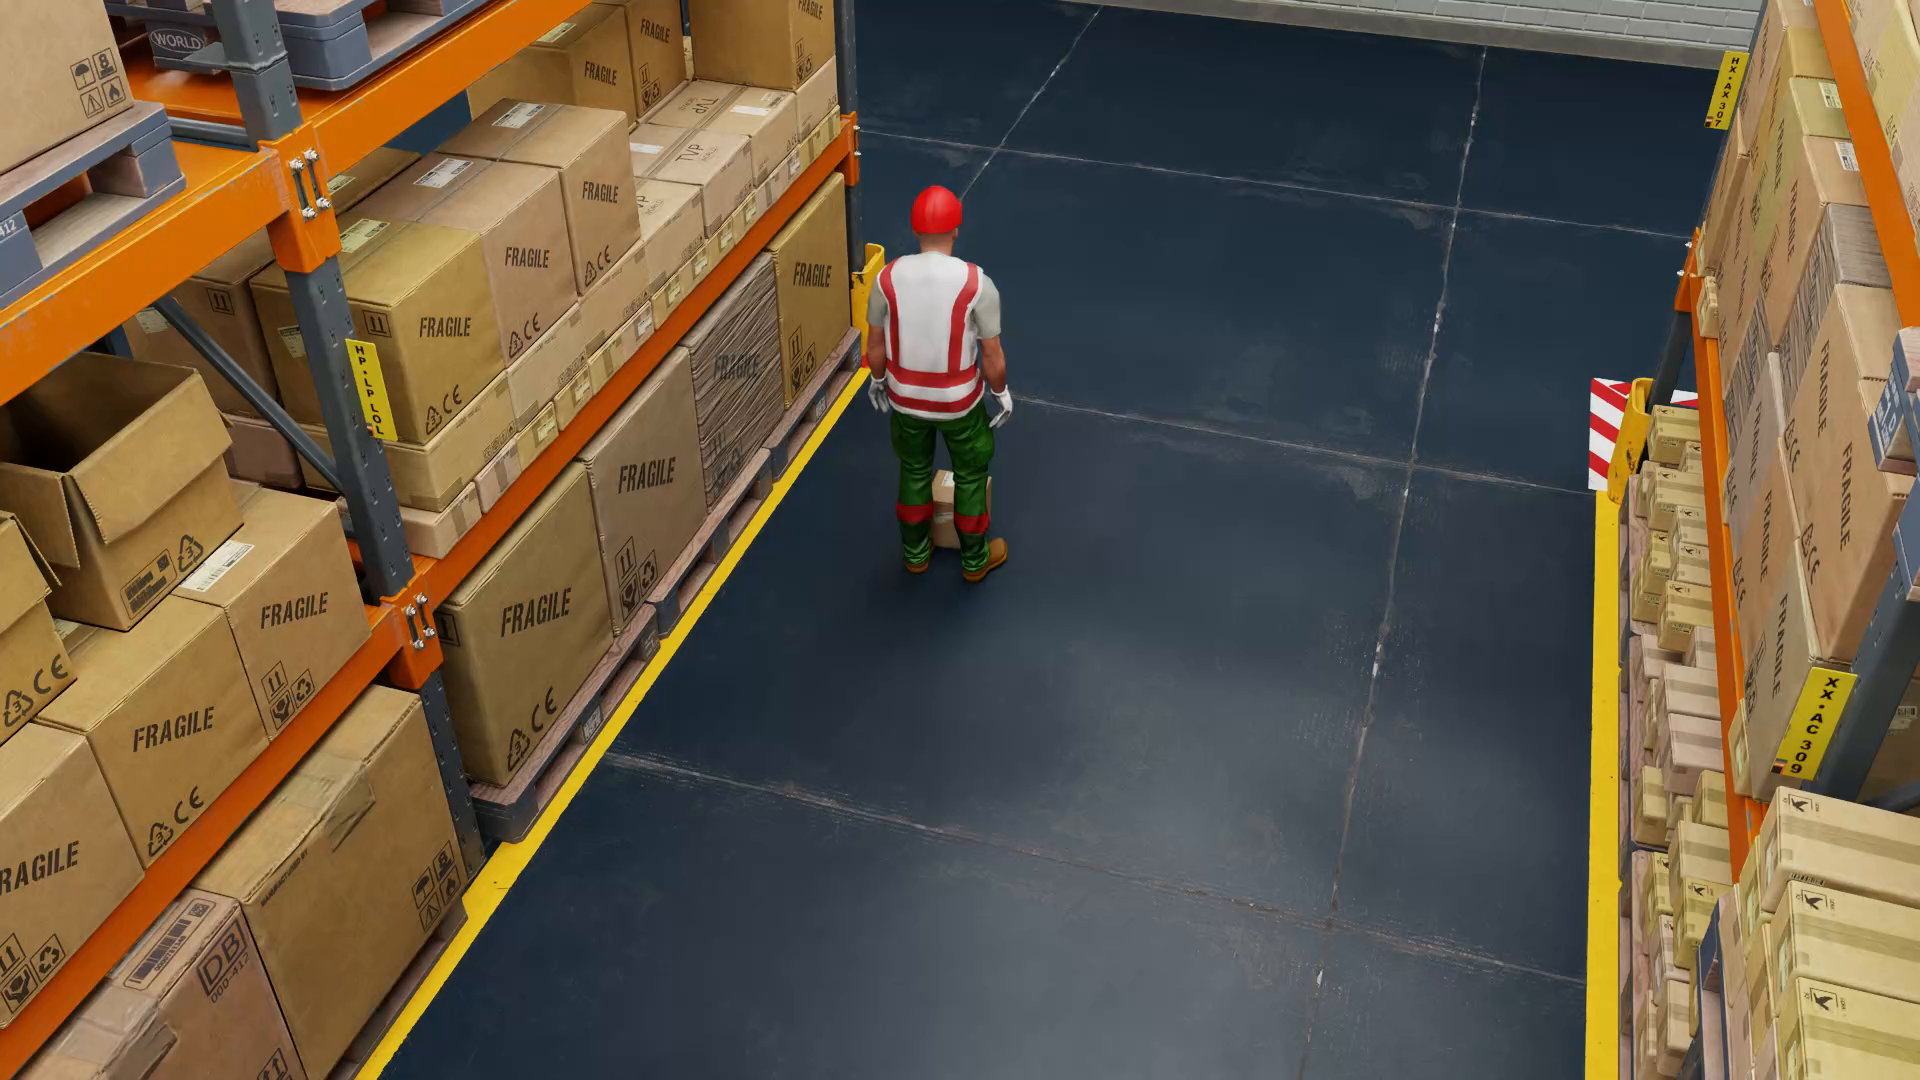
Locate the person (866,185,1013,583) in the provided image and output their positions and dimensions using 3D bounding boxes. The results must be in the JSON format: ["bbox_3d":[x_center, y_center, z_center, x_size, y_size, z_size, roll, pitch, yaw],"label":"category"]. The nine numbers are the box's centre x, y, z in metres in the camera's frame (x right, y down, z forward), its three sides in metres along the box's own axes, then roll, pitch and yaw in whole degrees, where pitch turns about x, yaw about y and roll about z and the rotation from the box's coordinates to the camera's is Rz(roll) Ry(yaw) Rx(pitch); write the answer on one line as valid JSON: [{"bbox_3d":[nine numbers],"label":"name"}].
[{"bbox_3d":[-4.860,1.936,3.540,7.632,1.779,11.173,9,38,12],"label":"person"}]
